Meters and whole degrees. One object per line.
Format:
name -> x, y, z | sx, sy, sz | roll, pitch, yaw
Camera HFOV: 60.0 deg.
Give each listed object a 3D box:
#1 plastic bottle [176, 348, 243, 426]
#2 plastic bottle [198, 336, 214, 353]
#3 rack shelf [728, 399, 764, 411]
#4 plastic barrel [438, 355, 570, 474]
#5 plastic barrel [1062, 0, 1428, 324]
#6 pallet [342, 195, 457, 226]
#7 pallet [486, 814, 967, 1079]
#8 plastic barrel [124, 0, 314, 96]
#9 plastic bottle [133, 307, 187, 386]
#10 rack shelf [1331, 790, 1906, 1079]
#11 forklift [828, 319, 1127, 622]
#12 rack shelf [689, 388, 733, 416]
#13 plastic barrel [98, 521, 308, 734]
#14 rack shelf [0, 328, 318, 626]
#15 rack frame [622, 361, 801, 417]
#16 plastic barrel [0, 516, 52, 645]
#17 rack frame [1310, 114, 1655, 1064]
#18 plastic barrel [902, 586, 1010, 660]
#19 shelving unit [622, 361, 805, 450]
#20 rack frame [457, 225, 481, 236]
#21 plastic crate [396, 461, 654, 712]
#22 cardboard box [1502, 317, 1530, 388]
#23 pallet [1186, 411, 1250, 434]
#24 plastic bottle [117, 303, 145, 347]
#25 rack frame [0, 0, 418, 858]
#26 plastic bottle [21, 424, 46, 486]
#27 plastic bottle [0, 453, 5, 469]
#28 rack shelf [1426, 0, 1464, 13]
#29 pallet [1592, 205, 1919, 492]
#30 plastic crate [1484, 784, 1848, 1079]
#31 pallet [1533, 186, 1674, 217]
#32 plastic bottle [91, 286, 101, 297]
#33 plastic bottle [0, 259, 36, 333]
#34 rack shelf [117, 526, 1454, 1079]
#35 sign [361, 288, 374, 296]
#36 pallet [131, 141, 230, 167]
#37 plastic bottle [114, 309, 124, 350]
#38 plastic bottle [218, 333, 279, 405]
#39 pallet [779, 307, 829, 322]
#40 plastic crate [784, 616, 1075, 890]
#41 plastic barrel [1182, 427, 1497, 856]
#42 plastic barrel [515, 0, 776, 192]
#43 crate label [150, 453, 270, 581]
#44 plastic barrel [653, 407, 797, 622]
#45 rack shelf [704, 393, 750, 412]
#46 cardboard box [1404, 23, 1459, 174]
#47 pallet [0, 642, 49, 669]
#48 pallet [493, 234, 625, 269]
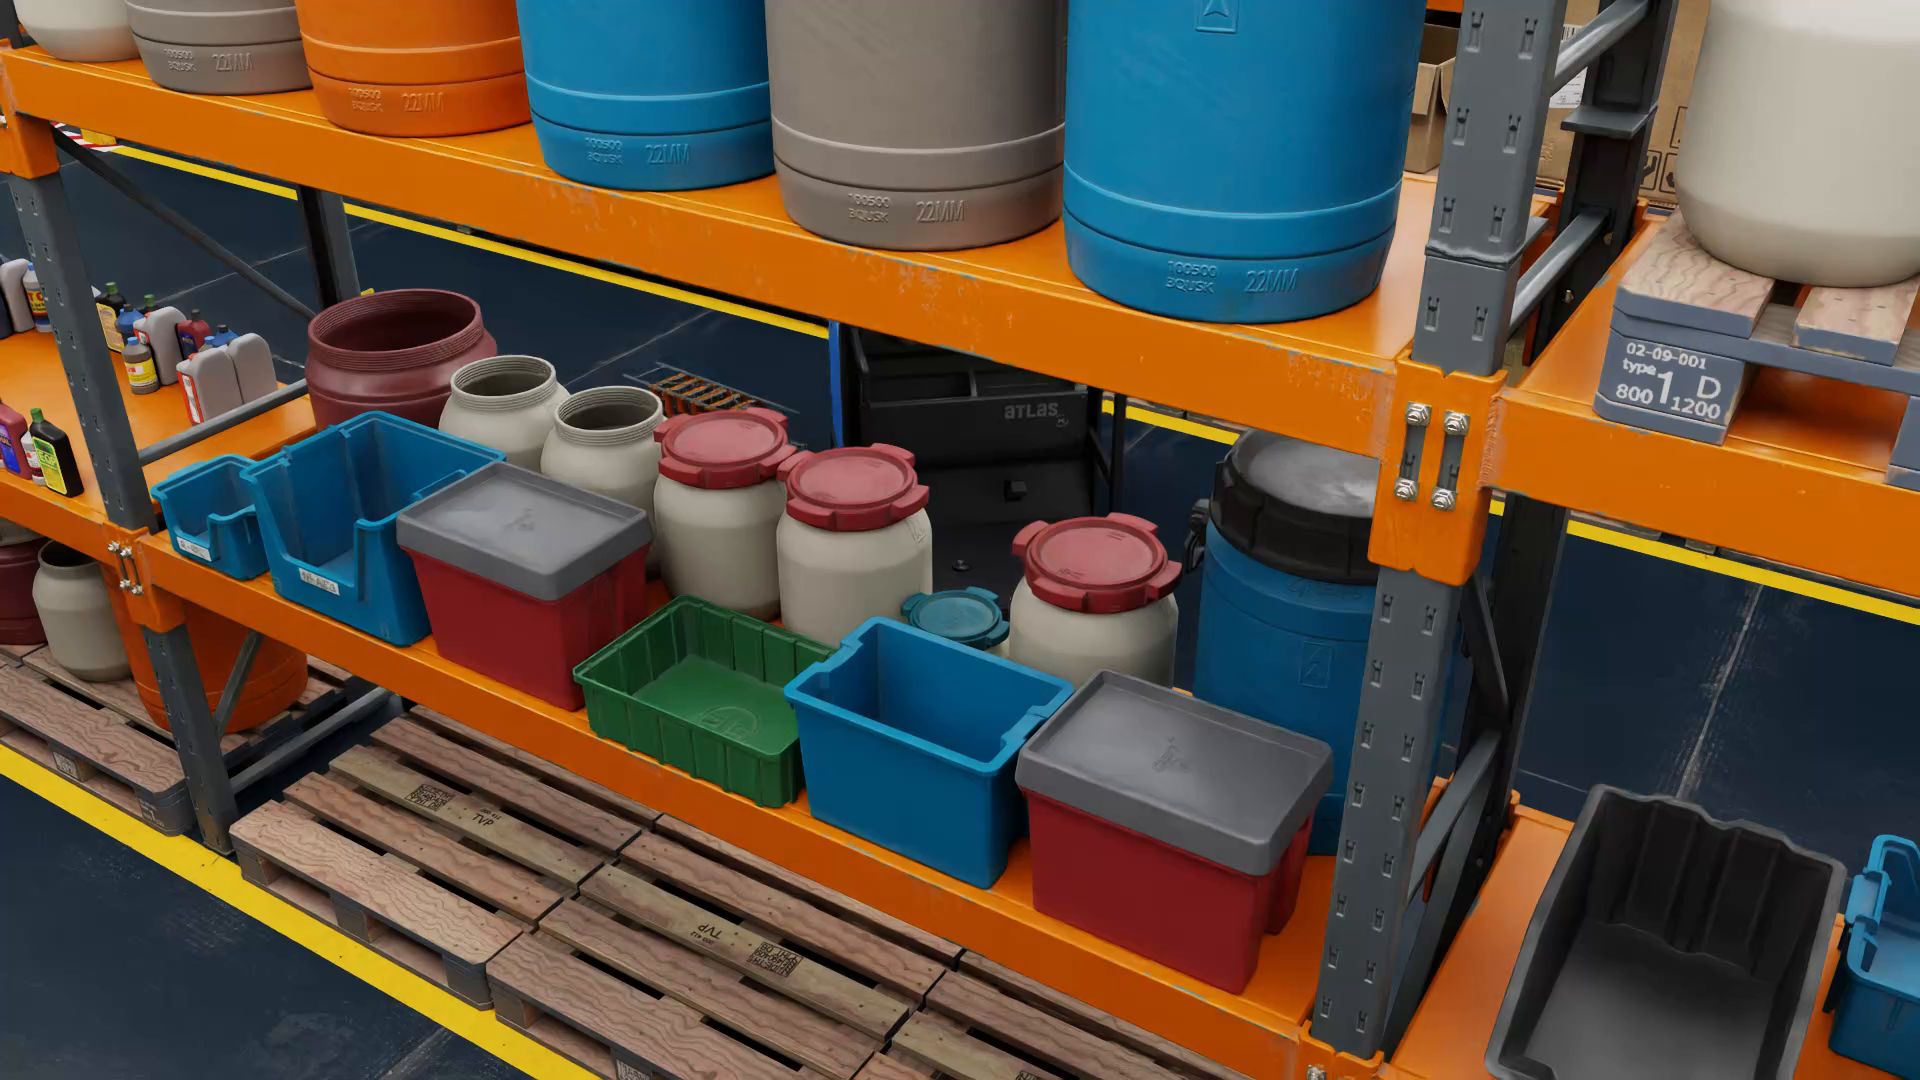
plastic bottle -> -2.634, -0.544, 5.828 | 0.135, 0.276, 0.152 | 18, 35, 27
plastic bottle -> -2.720, -0.645, 6.077 | 0.097, 0.201, 0.097 | 0, 30, 0
rack shelf -> -1.106, -0.605, 8.569 | 0.103, 0.180, 0.258 | 21, 38, 39
plastic barrel -> -1.374, -0.272, 5.129 | 0.421, 0.512, 0.421 | 0, 30, 0
plastic barrel -> 0.483, -0.893, 2.829 | 0.708, 0.901, 0.600 | 18, 35, 27
pallet -> -3.716, -2.627, 12.043 | 1.213, 0.211, 1.003 | 18, 35, 27
pallet -> -0.694, 1.347, 5.231 | 1.213, 0.211, 1.003 | 18, 35, 27
plastic barrel -> -1.779, -1.608, 4.055 | 0.600, 0.901, 0.600 | 0, 30, 0
plastic bottle -> -2.945, -0.733, 6.152 | 0.135, 0.276, 0.152 | 18, 35, 27
rack shelf -> 2.723, 1.510, 2.899 | 4.000, 0.370, 1.077 | 18, 35, 27
forklift -> 0.091, -0.922, 6.422 | 1.130, 2.935, 3.031 | -4, 31, -7
rack shelf -> -1.279, -0.673, 8.722 | 0.103, 0.180, 0.258 | 21, 38, 39
plastic barrel -> -2.782, 0.224, 6.127 | 0.708, 0.830, 0.600 | 18, 35, 27
rack shelf -> -4.053, -0.633, 6.573 | 4.000, 0.370, 1.077 | 18, 35, 27
rack frame -> -1.318, -0.766, 8.707 | 1.200, 0.006, 0.240 | 21, 38, 39
plastic barrel -> -3.739, 0.025, 6.706 | 0.708, 0.588, 0.600 | 18, 35, 27
rack frame -> 1.029, 0.663, 3.637 | 0.127, 3.000, 1.000 | 18, 35, 27
plastic barrel -> -0.011, 0.303, 4.391 | 0.301, 0.262, 0.301 | 0, 30, 0
shelving unit -> -1.311, -0.685, 8.750 | 1.200, 0.189, 0.258 | 21, 38, 39
rack frame -> -3.114, -3.594, 10.934 | 0.127, 3.000, 1.000 | 18, 35, 27
plastic crate -> -1.153, 0.127, 4.491 | 0.583, 0.464, 0.402 | 18, 35, 27
cardboard box -> 2.760, -0.871, 8.310 | 0.500, 0.500, 0.700 | 17, 34, 27
pallet -> 1.964, -0.781, 8.879 | 1.213, 0.211, 1.003 | 18, 35, 27
plastic bottle -> -3.061, -0.747, 6.182 | 0.097, 0.271, 0.097 | 0, 30, 0
rack frame -> -2.359, -0.408, 5.473 | 0.127, 3.000, 1.000 | 18, 35, 27
plastic bottle -> -3.016, -0.288, 5.463 | 0.097, 0.201, 0.097 | 0, 30, 0
plastic bottle -> -3.212, -0.349, 5.569 | 0.097, 0.201, 0.097 | 0, 30, 0
rack shelf -> 4.691, -3.766, 11.942 | 4.000, 0.370, 1.077 | 18, 35, 27
pallet -> 1.692, -0.399, 2.668 | 1.003, 0.211, 1.213 | 18, 35, 27
plastic crate -> 1.405, 0.885, 3.319 | 0.504, 0.338, 0.767 | 18, 35, 27
pallet -> 3.092, -1.635, 7.766 | 1.213, 0.211, 1.003 | 18, 35, 27
plastic bottle -> -3.338, -0.871, 6.394 | 0.097, 0.271, 0.097 | 0, 30, 0
plastic bottle -> -3.728, -0.980, 6.577 | 0.135, 0.276, 0.152 | 18, 35, 27
rack shelf -> -0.665, 0.438, 4.736 | 4.000, 0.370, 1.077 | 18, 35, 27
sign -> -2.072, -0.716, 5.838 | 0.005, 0.325, 0.100 | 18, 35, 27
pallet -> -5.783, -3.280, 13.163 | 1.213, 0.211, 1.003 | 18, 35, 27
plastic bottle -> -3.142, -0.779, 6.306 | 0.097, 0.201, 0.097 | 0, 30, 0
plastic bottle -> -2.554, -0.609, 5.940 | 0.135, 0.276, 0.152 | 18, 35, 27
pallet -> -0.354, -1.561, 10.217 | 1.213, 0.211, 1.003 | 18, 35, 27
plastic crate -> -0.071, 0.507, 3.920 | 0.575, 0.384, 0.392 | 18, 35, 27
plastic barrel -> 0.863, 0.214, 3.909 | 0.708, 0.901, 0.600 | 18, 35, 27
plastic barrel -> -0.625, -1.243, 3.430 | 0.708, 0.901, 0.600 | 18, 35, 27
crate label -> -2.201, -0.063, 5.048 | 0.416, 0.233, 0.303 | 18, 35, 27
plastic barrel -> -0.653, -0.058, 4.738 | 0.433, 0.535, 0.433 | 0, 30, 0
rack shelf -> -1.193, -0.639, 8.645 | 0.103, 0.180, 0.258 | 21, 38, 39
cardboard box -> 2.145, -2.102, 7.857 | 0.637, 0.503, 0.797 | 22, 37, 32
pallet -> -4.078, 0.275, 7.068 | 1.213, 0.211, 1.003 | 18, 35, 27
pallet -> -2.420, -2.215, 11.337 | 1.213, 0.211, 1.003 | 18, 35, 27
